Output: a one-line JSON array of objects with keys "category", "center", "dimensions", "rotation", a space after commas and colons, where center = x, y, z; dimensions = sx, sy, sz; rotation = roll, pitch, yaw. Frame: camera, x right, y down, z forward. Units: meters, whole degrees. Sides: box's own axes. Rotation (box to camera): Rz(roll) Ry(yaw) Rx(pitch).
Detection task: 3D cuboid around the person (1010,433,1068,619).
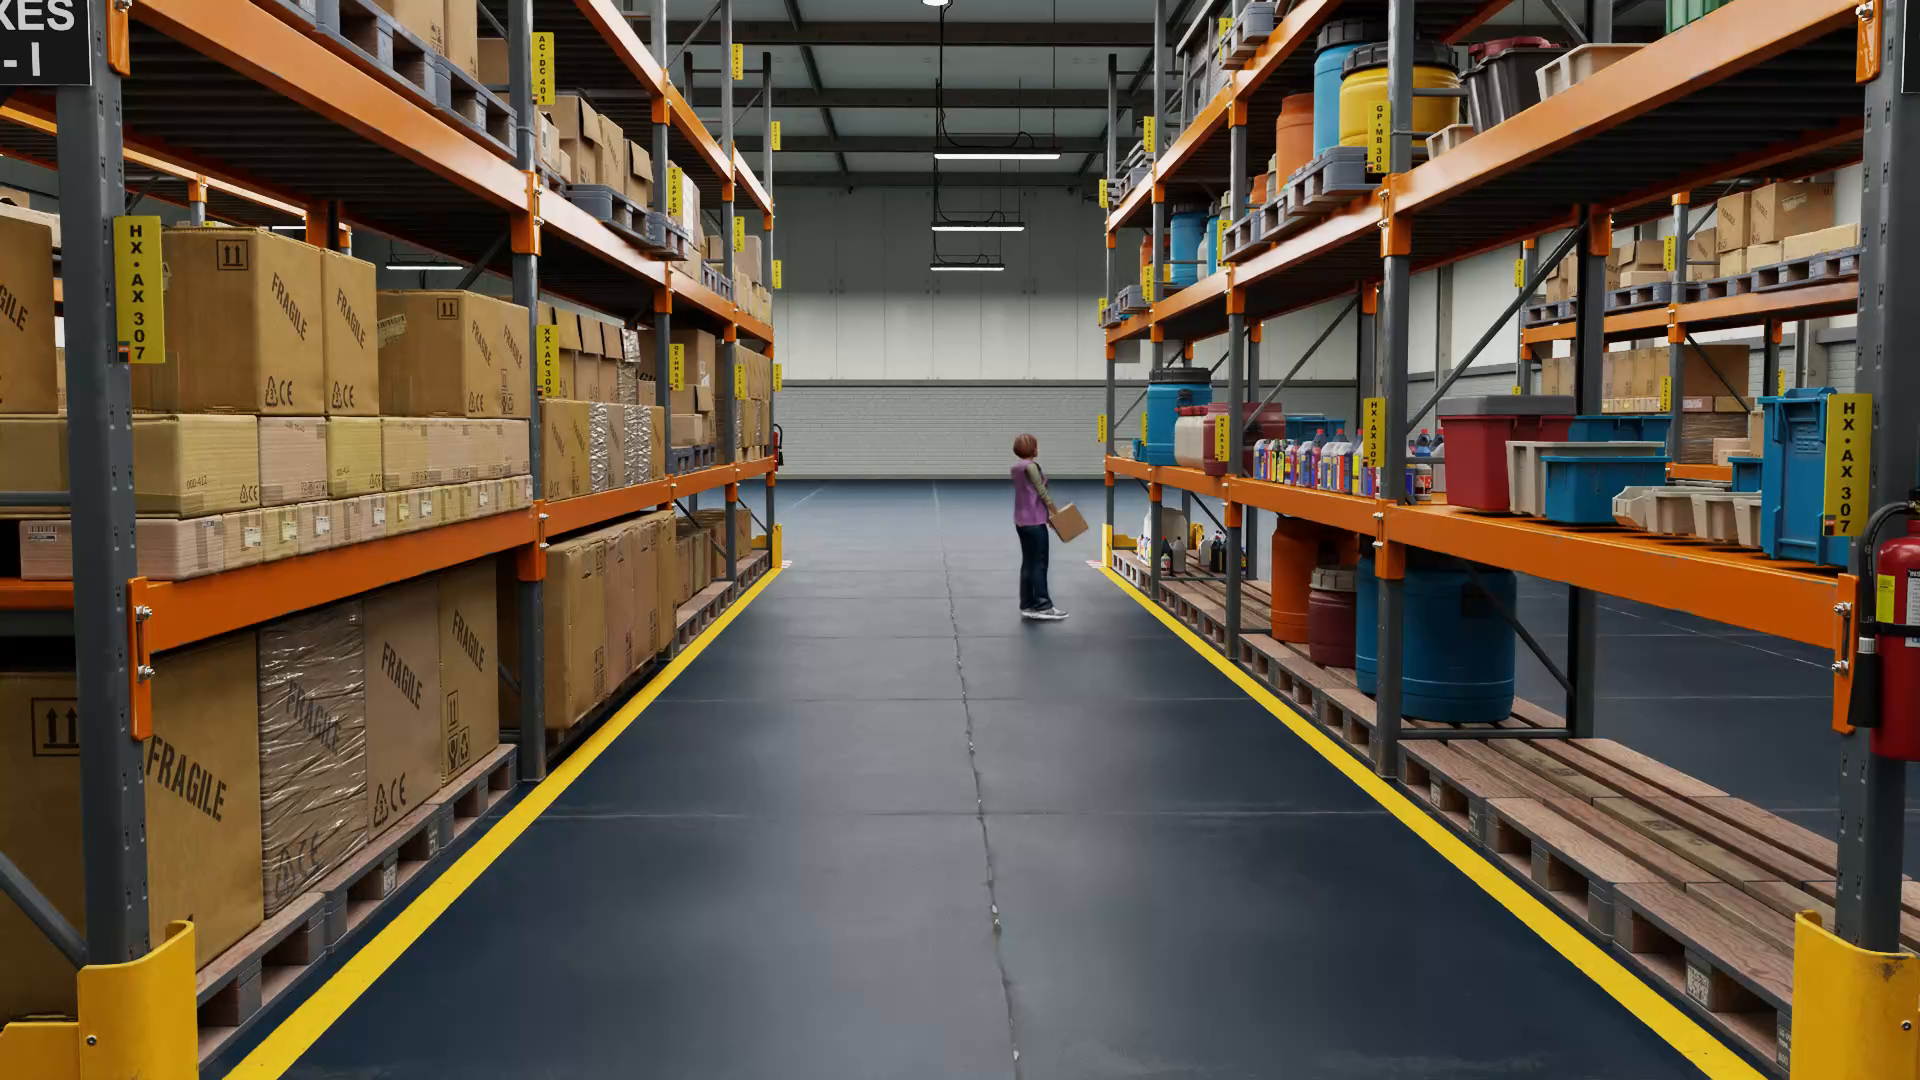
[{"category": "person", "center": [0.677, -0.126, 14.467], "dimensions": [0.439, 1.600, 0.478], "rotation": [-2, 4, -22]}]
